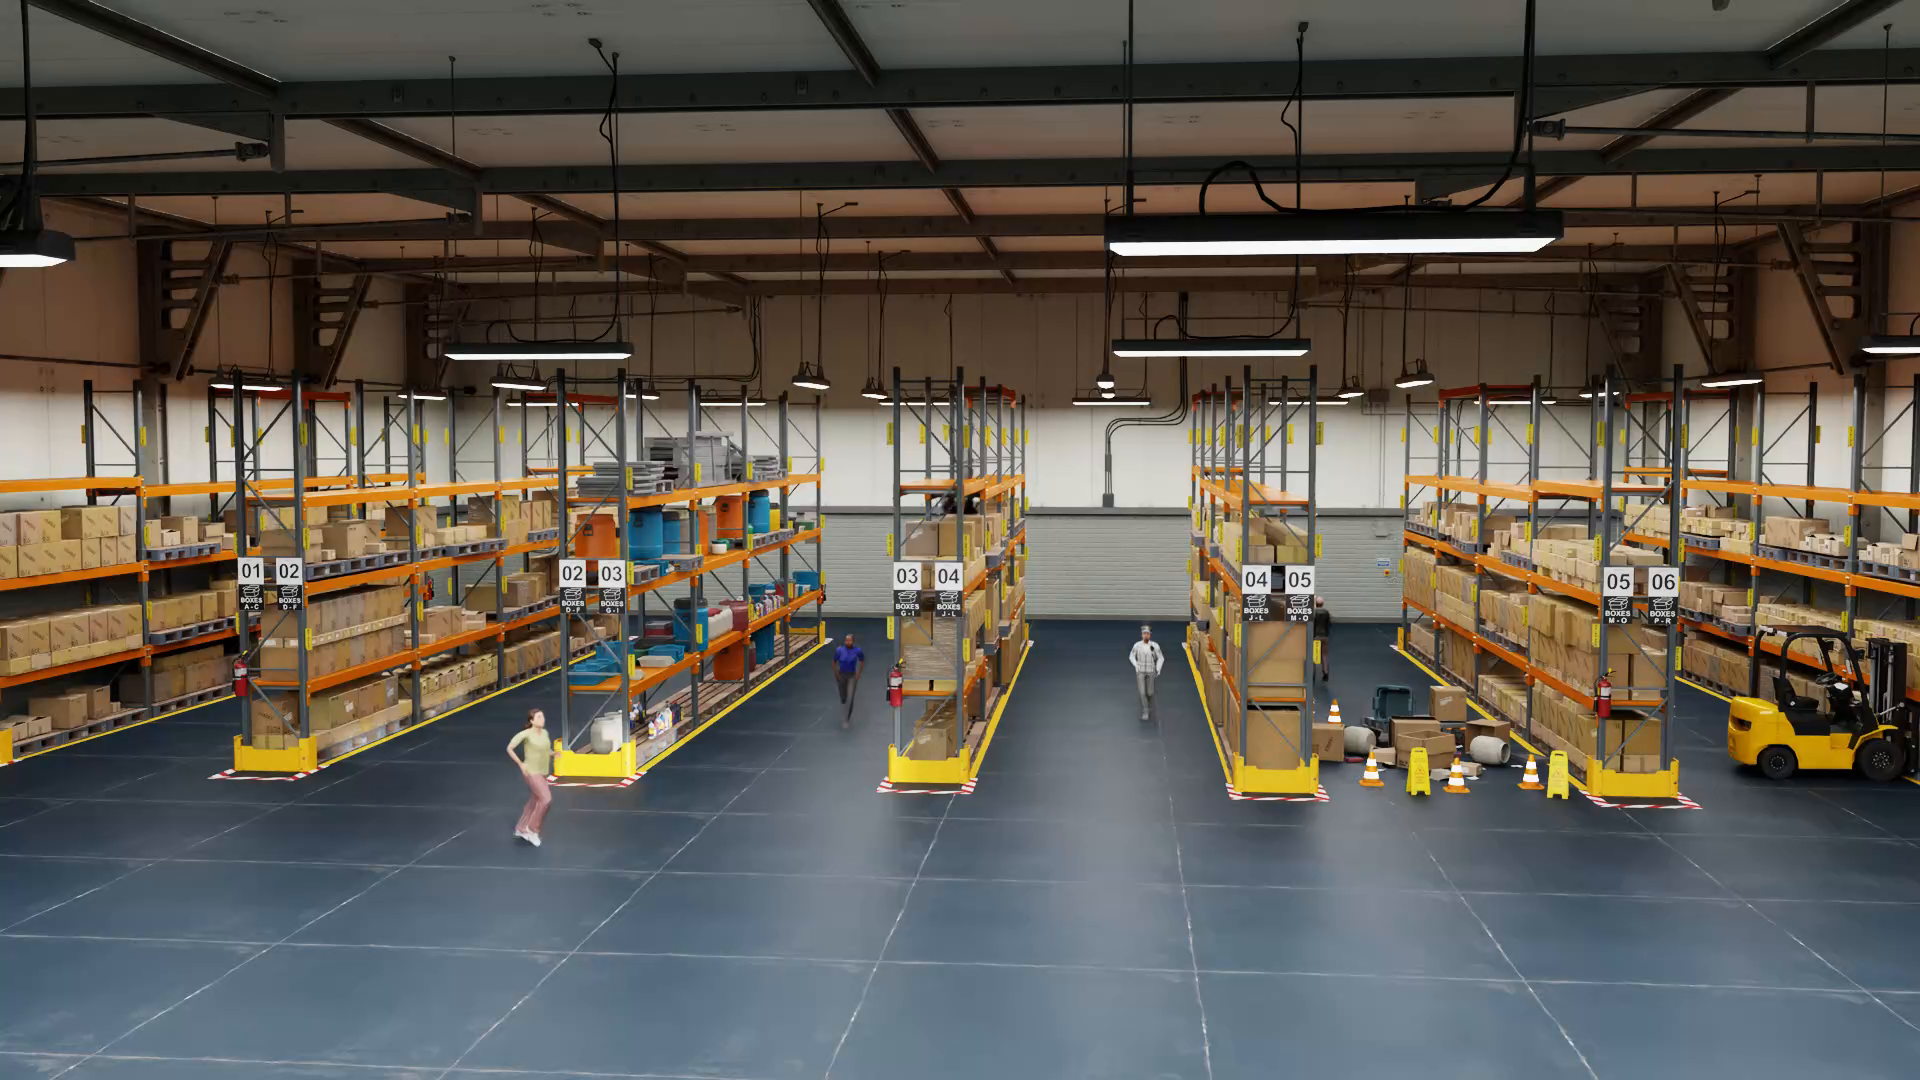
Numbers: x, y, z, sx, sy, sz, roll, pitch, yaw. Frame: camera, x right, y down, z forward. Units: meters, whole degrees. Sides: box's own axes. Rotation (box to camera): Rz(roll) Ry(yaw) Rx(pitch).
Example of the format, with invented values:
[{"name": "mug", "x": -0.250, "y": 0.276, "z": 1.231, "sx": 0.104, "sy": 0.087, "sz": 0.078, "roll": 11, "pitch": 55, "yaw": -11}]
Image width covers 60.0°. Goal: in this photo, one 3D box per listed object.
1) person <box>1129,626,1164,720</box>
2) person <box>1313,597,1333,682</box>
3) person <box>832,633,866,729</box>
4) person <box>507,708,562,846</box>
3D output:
[{"name": "person", "x": 3.315, "y": 2.347, "z": 29.612, "sx": 0.617, "sy": 1.662, "sz": 0.560, "roll": 1, "pitch": 4, "yaw": 10}, {"name": "person", "x": 7.264, "y": 2.031, "z": 33.648, "sx": 0.635, "sy": 1.753, "sz": 0.907, "roll": 0, "pitch": 4, "yaw": -1}, {"name": "person", "x": -1.927, "y": 2.423, "z": 28.891, "sx": 0.574, "sy": 1.651, "sz": 0.937, "roll": 0, "pitch": 4, "yaw": 3}, {"name": "person", "x": -5.210, "y": 2.904, "z": 20.442, "sx": 0.676, "sy": 1.684, "sz": 0.555, "roll": 2, "pitch": 4, "yaw": 25}]
